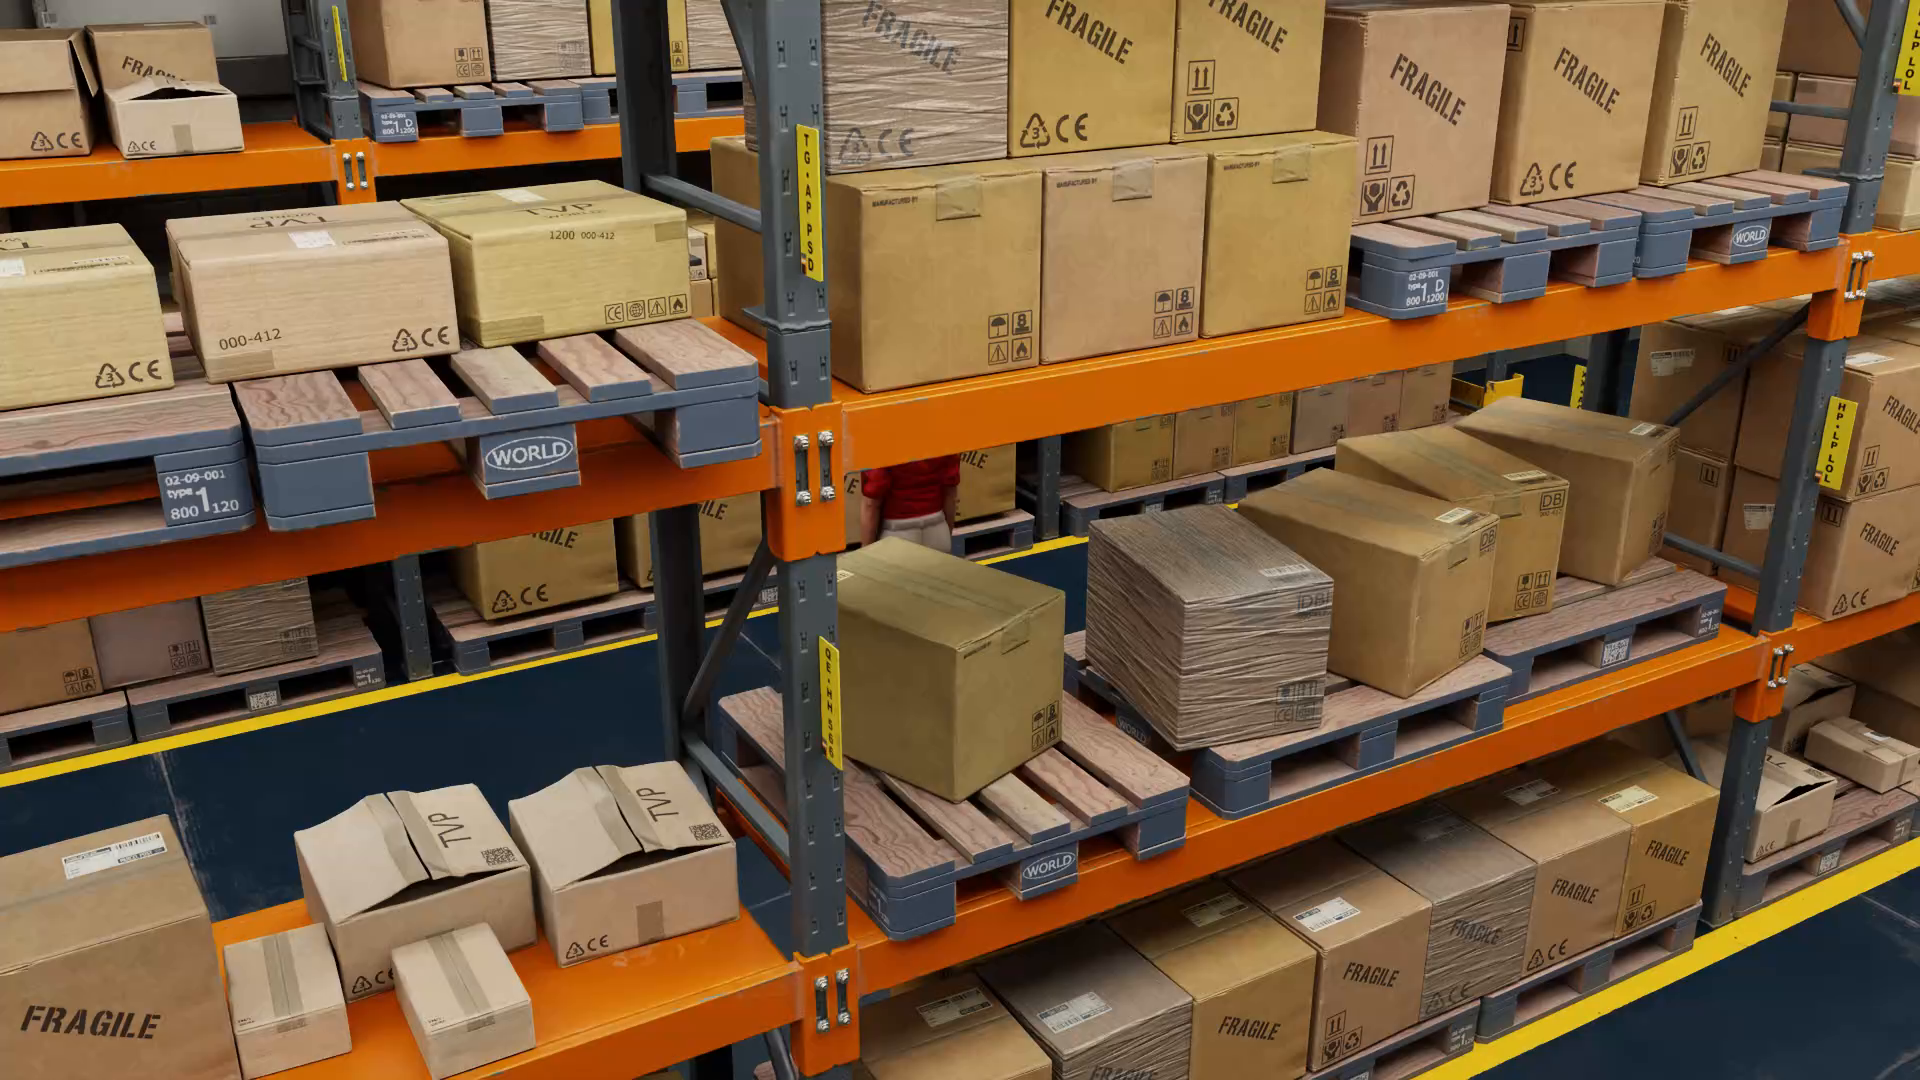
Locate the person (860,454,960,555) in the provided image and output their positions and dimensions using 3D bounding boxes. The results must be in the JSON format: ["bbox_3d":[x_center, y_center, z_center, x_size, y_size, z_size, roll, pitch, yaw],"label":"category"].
[{"bbox_3d":[-0.273,0.028,8.324,0.528,1.722,0.360,-12,24,-27],"label":"person"}]
